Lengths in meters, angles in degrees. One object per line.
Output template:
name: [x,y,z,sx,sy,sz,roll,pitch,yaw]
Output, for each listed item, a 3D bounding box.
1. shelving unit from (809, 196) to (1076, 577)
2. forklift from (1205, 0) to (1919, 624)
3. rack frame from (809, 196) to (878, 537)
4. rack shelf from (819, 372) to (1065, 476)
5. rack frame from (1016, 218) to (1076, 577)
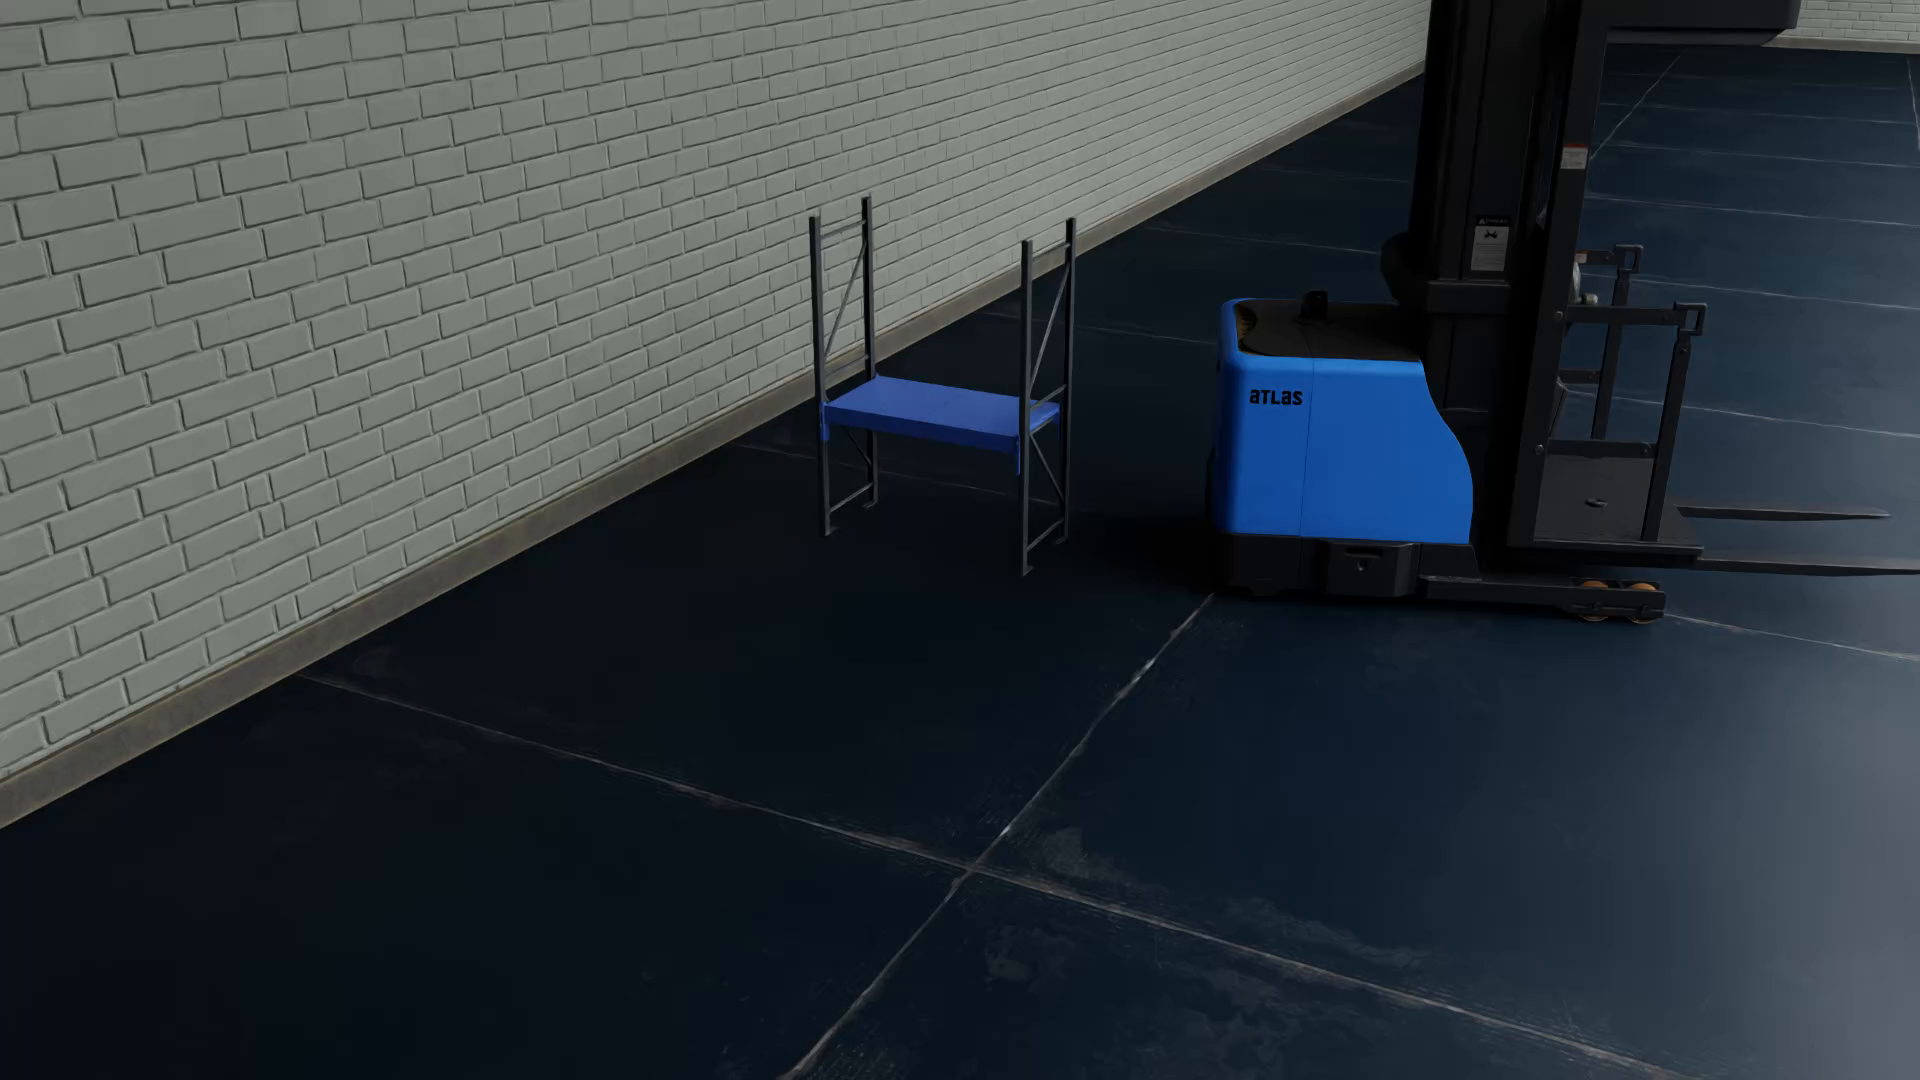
shelving unit: [-0.076,-0.705,7.492,1.048,1.500,0.538,11,25,25]
forklift: [2.625,-1.220,6.873,3.031,2.935,1.130,3,23,7]
rack frame: [-0.530,-0.795,7.703,0.032,1.500,0.500,11,25,25]
rack shelf: [-0.076,-0.540,7.562,1.000,0.185,0.538,11,25,25]
rack frame: [0.378,-0.615,7.281,0.032,1.500,0.500,11,25,25]
